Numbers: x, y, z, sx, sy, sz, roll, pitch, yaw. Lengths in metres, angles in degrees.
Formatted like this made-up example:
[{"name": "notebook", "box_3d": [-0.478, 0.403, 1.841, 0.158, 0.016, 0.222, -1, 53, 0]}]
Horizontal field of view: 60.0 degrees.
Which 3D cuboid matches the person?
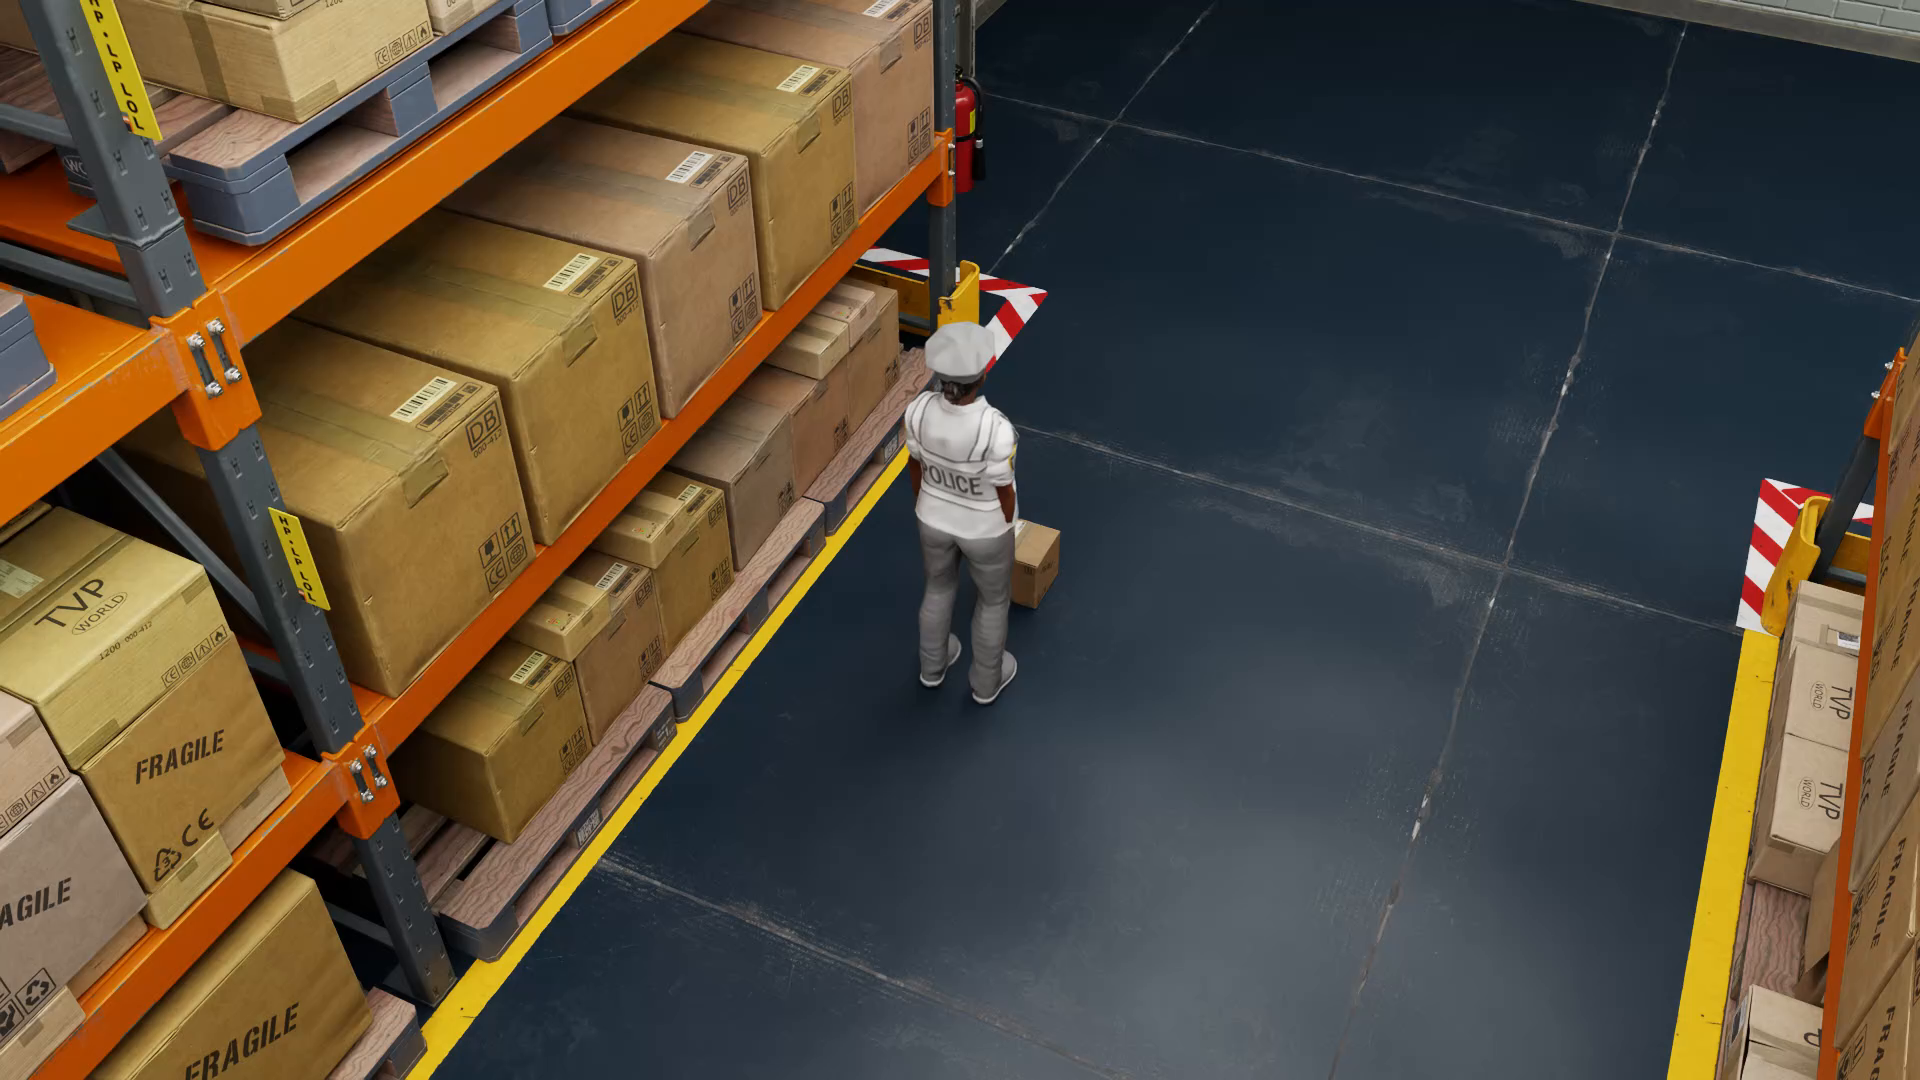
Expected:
[{"name": "person", "box_3d": [0.015, -0.081, 6.247, 0.437, 1.669, 0.341, 18, 45, 19]}]
